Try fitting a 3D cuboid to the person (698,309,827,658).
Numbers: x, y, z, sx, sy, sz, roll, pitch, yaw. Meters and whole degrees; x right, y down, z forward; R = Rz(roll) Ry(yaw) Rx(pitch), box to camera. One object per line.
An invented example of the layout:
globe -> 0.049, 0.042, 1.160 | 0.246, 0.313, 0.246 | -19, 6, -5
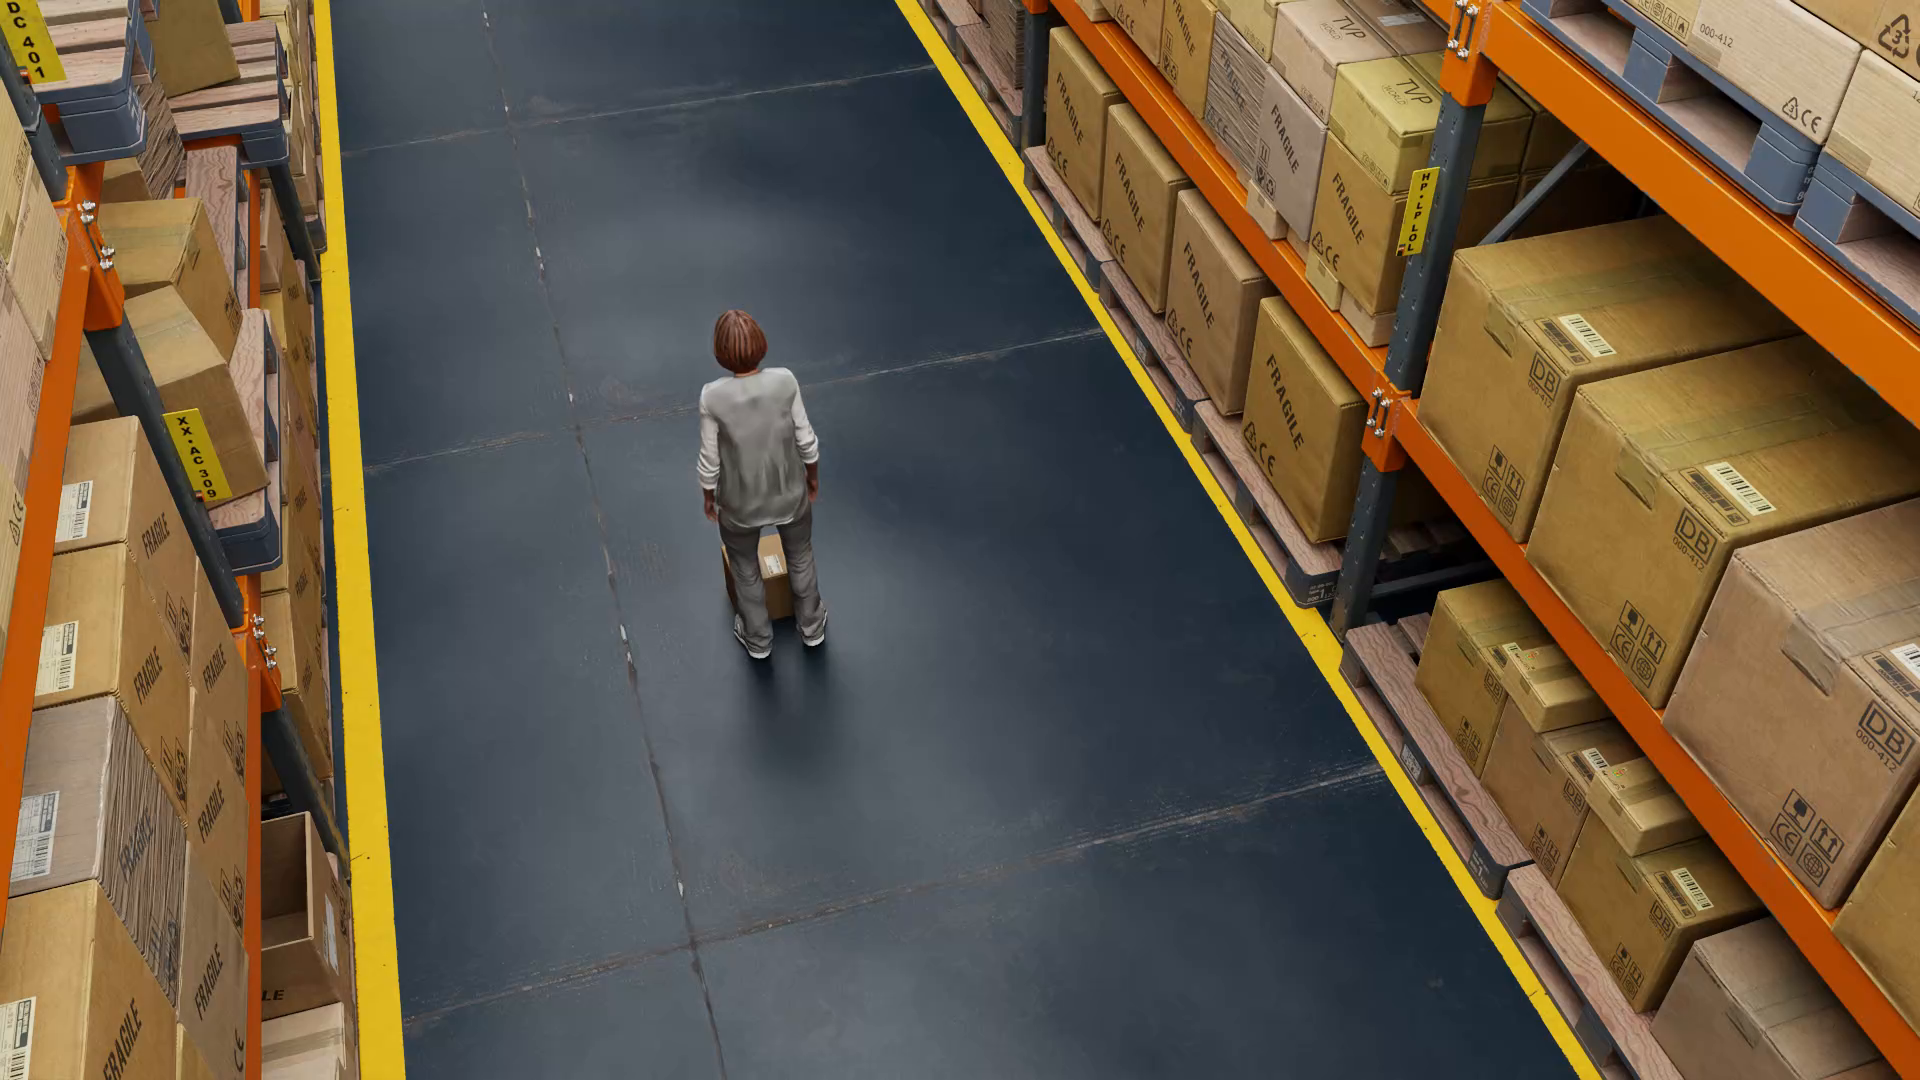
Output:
person -> -0.757, -0.170, 6.352 | 0.460, 1.593, 0.346 | -12, 44, -12
